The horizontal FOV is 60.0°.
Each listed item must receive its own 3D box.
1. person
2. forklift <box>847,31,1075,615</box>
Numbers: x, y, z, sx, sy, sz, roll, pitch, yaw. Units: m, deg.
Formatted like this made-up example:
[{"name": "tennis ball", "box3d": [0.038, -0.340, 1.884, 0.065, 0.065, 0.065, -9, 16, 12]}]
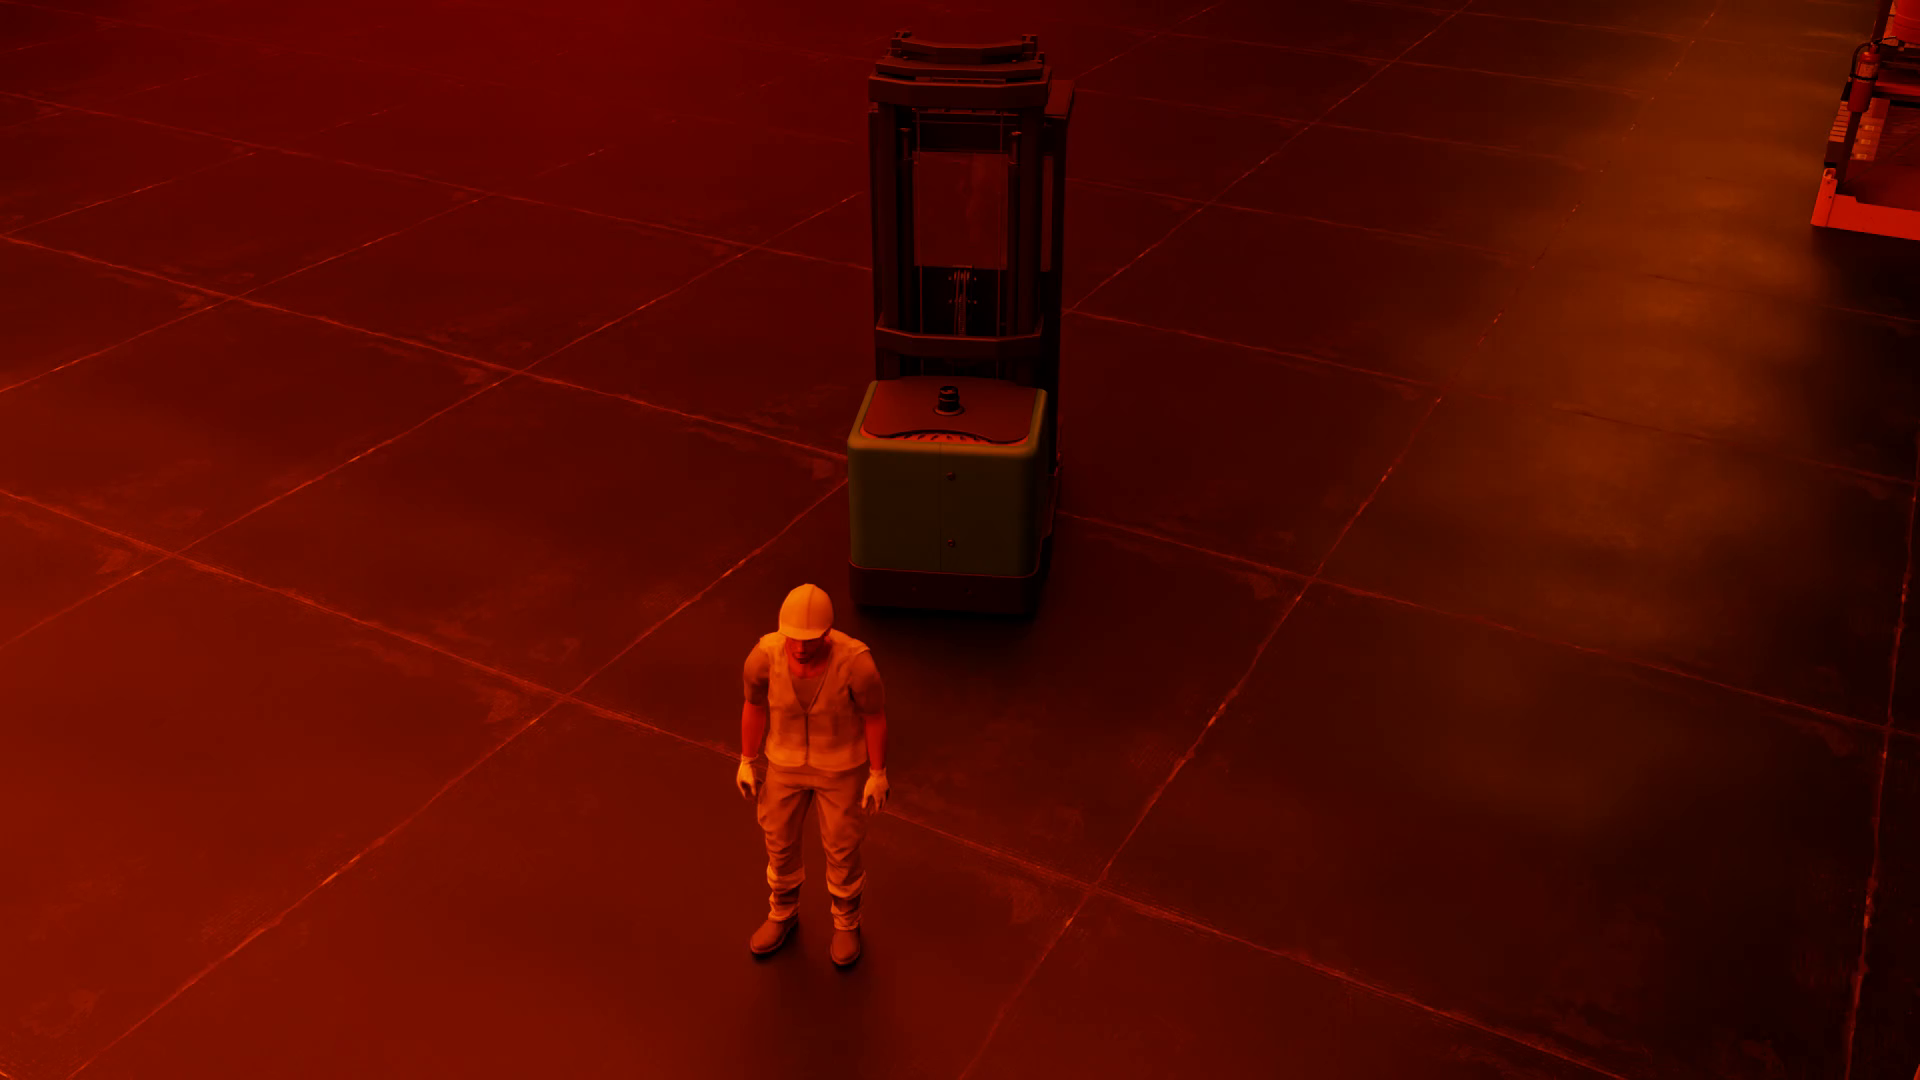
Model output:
[{"name": "person", "box3d": [-0.584, 0.922, 6.628, 0.623, 1.780, 0.446, 5, 30, 8]}, {"name": "forklift", "box3d": [0.072, -1.572, 9.794, 1.130, 2.935, 3.031, 3, 30, 6]}]
